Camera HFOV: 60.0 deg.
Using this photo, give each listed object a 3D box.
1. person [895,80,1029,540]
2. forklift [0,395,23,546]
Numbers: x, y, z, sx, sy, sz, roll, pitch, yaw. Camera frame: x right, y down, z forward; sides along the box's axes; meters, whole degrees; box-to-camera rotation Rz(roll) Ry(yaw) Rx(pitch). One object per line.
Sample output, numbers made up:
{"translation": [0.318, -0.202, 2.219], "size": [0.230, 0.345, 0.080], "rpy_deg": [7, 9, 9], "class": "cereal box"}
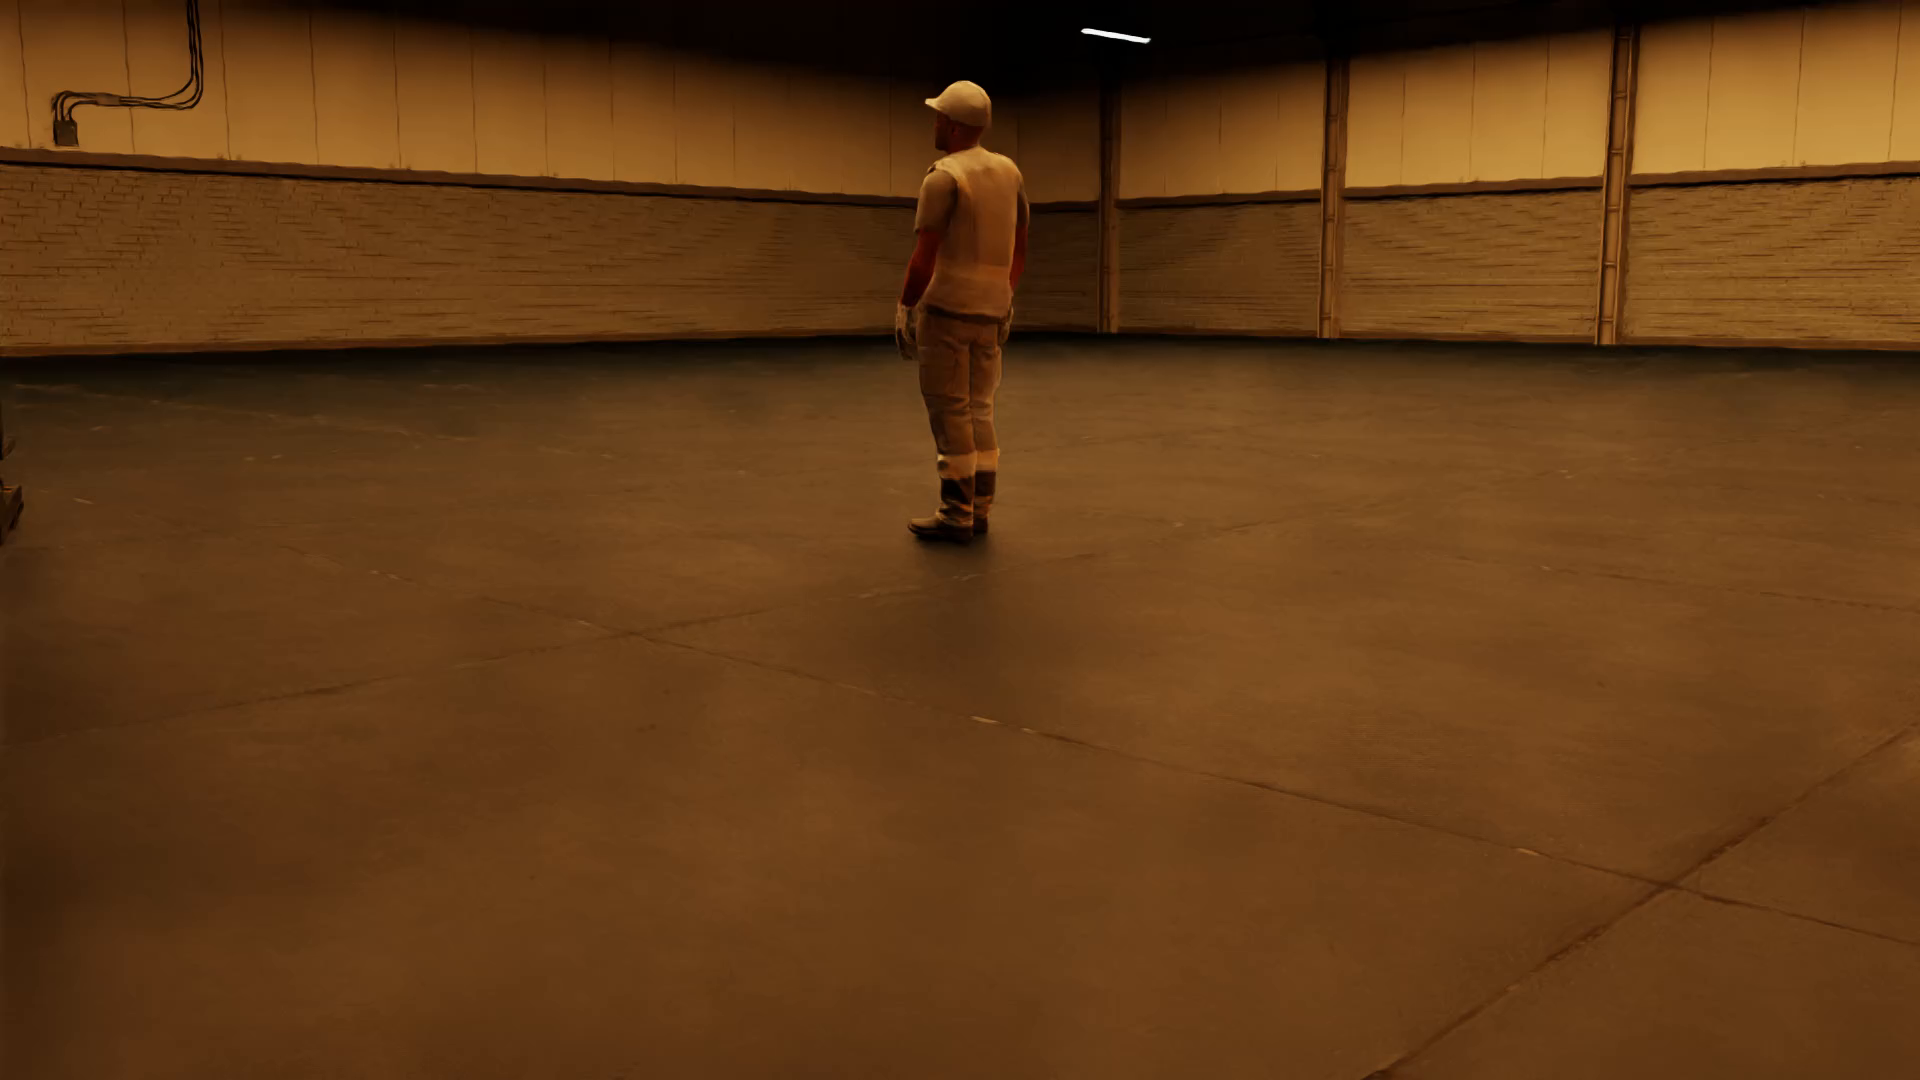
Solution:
{"translation": [-0.050, -0.901, 6.646], "size": [0.563, 1.787, 0.637], "rpy_deg": [8, 12, 43], "class": "person"}
{"translation": [-4.465, -1.457, 6.548], "size": [1.130, 2.935, 3.031], "rpy_deg": [-4, 10, -26], "class": "forklift"}
